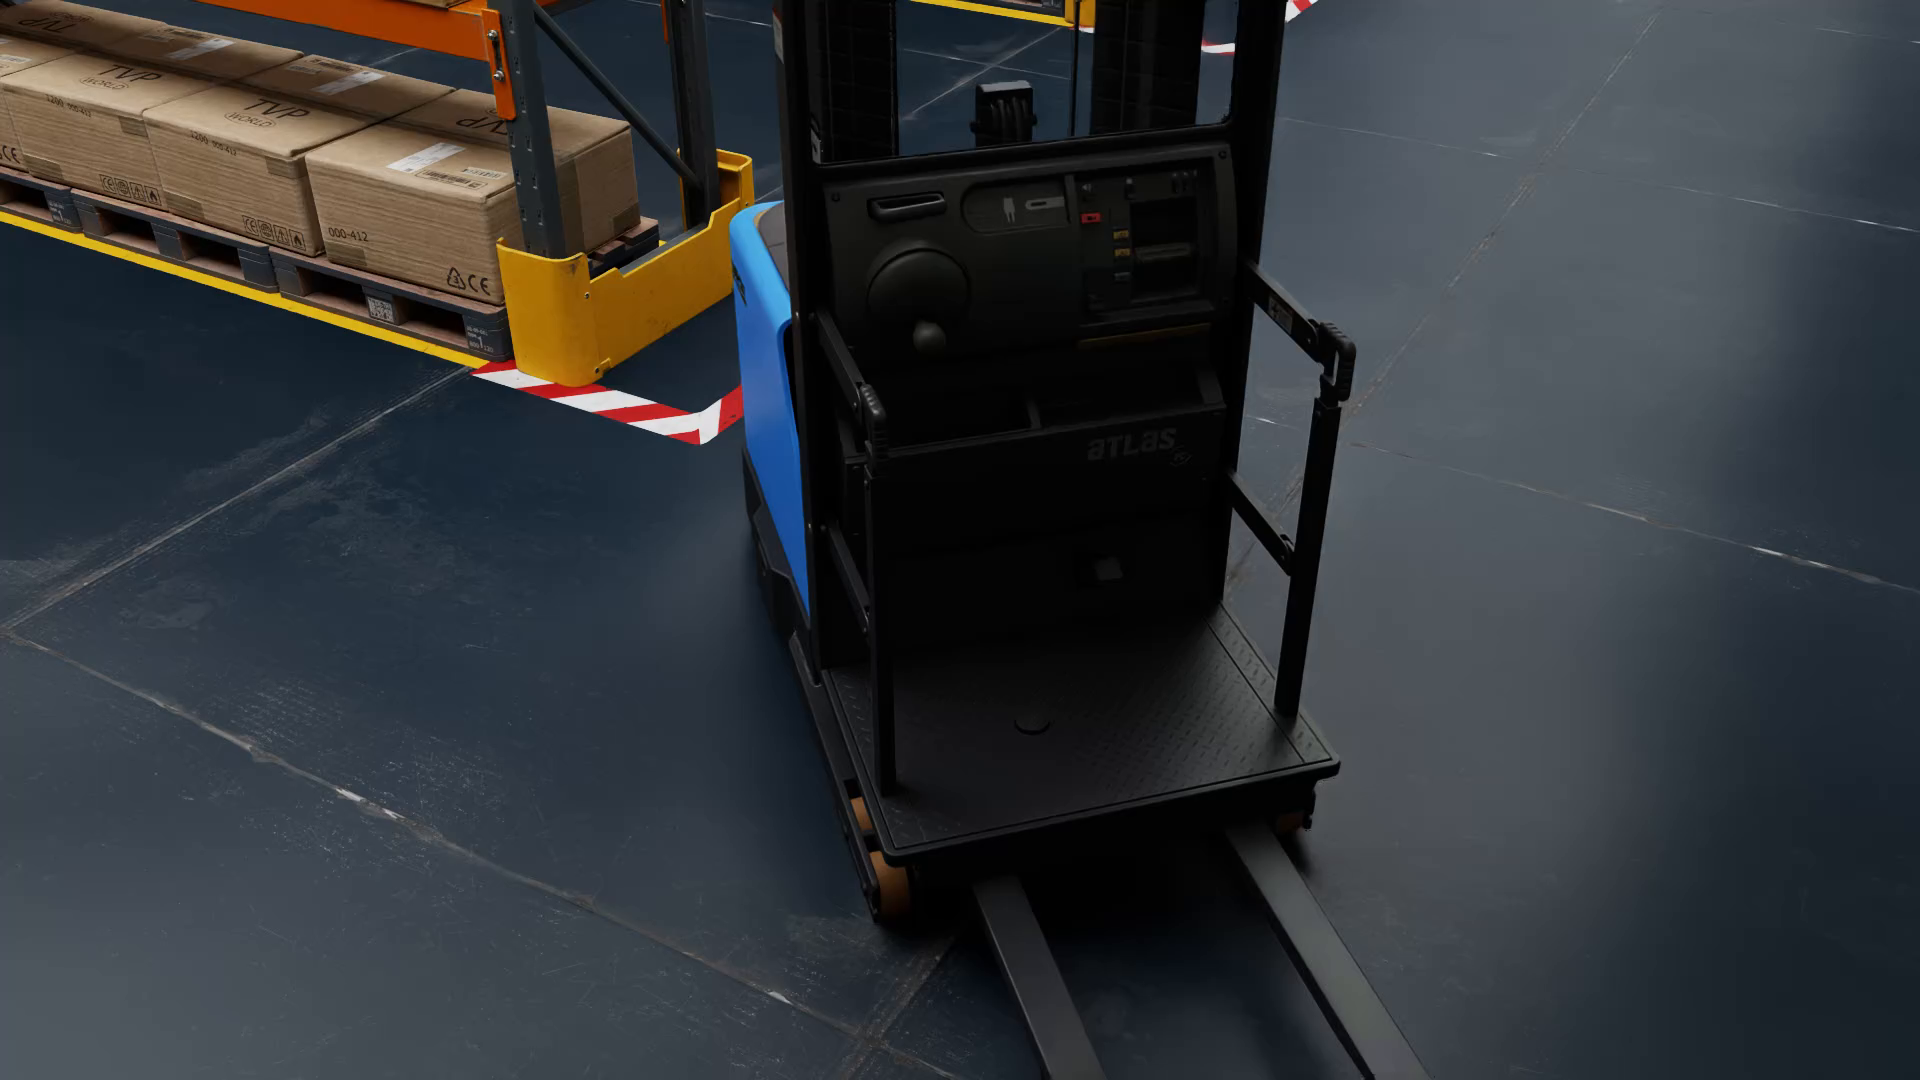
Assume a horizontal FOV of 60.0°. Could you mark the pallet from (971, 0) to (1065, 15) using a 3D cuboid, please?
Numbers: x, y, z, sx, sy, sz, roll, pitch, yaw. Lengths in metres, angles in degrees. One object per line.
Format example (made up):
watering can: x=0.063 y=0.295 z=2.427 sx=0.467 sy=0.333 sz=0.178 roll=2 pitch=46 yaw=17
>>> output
pallet: x=0.350 y=-3.639 z=10.524 sx=1.213 sy=0.211 sz=1.003 roll=18 pitch=37 yaw=24

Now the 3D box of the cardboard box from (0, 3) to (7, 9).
cardboard box: x=-5.316 y=-2.651 z=8.062 sx=0.875 sy=0.875 sz=0.875 roll=19 pitch=38 yaw=26

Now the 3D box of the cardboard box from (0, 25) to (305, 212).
cardboard box: x=-3.468 y=-1.866 z=7.279 sx=0.875 sy=0.438 sz=0.875 roll=16 pitch=37 yaw=23

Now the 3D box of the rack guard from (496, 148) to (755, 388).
rack guard: x=-1.244 y=-1.081 z=6.422 sx=0.348 sy=0.500 sz=1.175 roll=18 pitch=37 yaw=24

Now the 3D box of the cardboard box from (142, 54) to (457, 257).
cardboard box: x=-2.686 y=-1.617 z=6.905 sx=0.875 sy=0.438 sz=0.875 roll=19 pitch=38 yaw=26

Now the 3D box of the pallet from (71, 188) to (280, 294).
pallet: x=-3.053 y=-1.486 z=7.291 sx=1.213 sy=0.211 sz=1.003 roll=18 pitch=37 yaw=24

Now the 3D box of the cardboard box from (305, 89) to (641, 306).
cardboard box: x=-1.887 y=-1.370 z=6.534 sx=0.875 sy=0.438 sz=0.875 roll=16 pitch=37 yaw=23

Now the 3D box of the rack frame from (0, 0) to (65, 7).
rack frame: x=-4.738 y=-3.228 z=7.391 sx=0.127 sy=3.000 sz=1.000 roll=18 pitch=37 yaw=24

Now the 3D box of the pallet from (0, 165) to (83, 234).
pallet: x=-4.116 y=-1.821 z=7.794 sx=1.213 sy=0.211 sz=1.003 roll=18 pitch=37 yaw=24

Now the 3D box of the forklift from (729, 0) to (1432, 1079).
forklift: x=0.231 y=-0.577 z=3.472 sx=1.130 sy=2.935 sz=3.031 roll=-9 pitch=35 yaw=-14

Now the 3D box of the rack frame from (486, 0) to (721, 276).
rack frame: x=-1.265 y=-2.128 z=5.739 sx=0.127 sy=3.000 sz=1.000 roll=18 pitch=37 yaw=24

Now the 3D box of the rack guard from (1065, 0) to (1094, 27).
rack guard: x=1.038 y=-3.518 z=10.083 sx=0.348 sy=0.500 sz=1.175 roll=18 pitch=37 yaw=24

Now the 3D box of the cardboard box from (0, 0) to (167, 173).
cardboard box: x=-4.246 y=-2.112 z=7.648 sx=0.875 sy=0.438 sz=0.875 roll=17 pitch=37 yaw=24

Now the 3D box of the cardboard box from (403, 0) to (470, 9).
cardboard box: x=-1.815 y=-2.175 z=5.720 sx=0.500 sy=0.500 sz=0.500 roll=18 pitch=38 yaw=25

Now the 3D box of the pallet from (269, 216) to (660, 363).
pallet: x=-1.998 y=-1.150 z=6.786 sx=1.213 sy=0.211 sz=1.003 roll=18 pitch=37 yaw=24

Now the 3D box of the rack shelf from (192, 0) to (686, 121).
rack shelf: x=-3.001 y=-2.379 z=6.765 sx=4.000 sy=0.370 sz=1.077 roll=18 pitch=37 yaw=24
